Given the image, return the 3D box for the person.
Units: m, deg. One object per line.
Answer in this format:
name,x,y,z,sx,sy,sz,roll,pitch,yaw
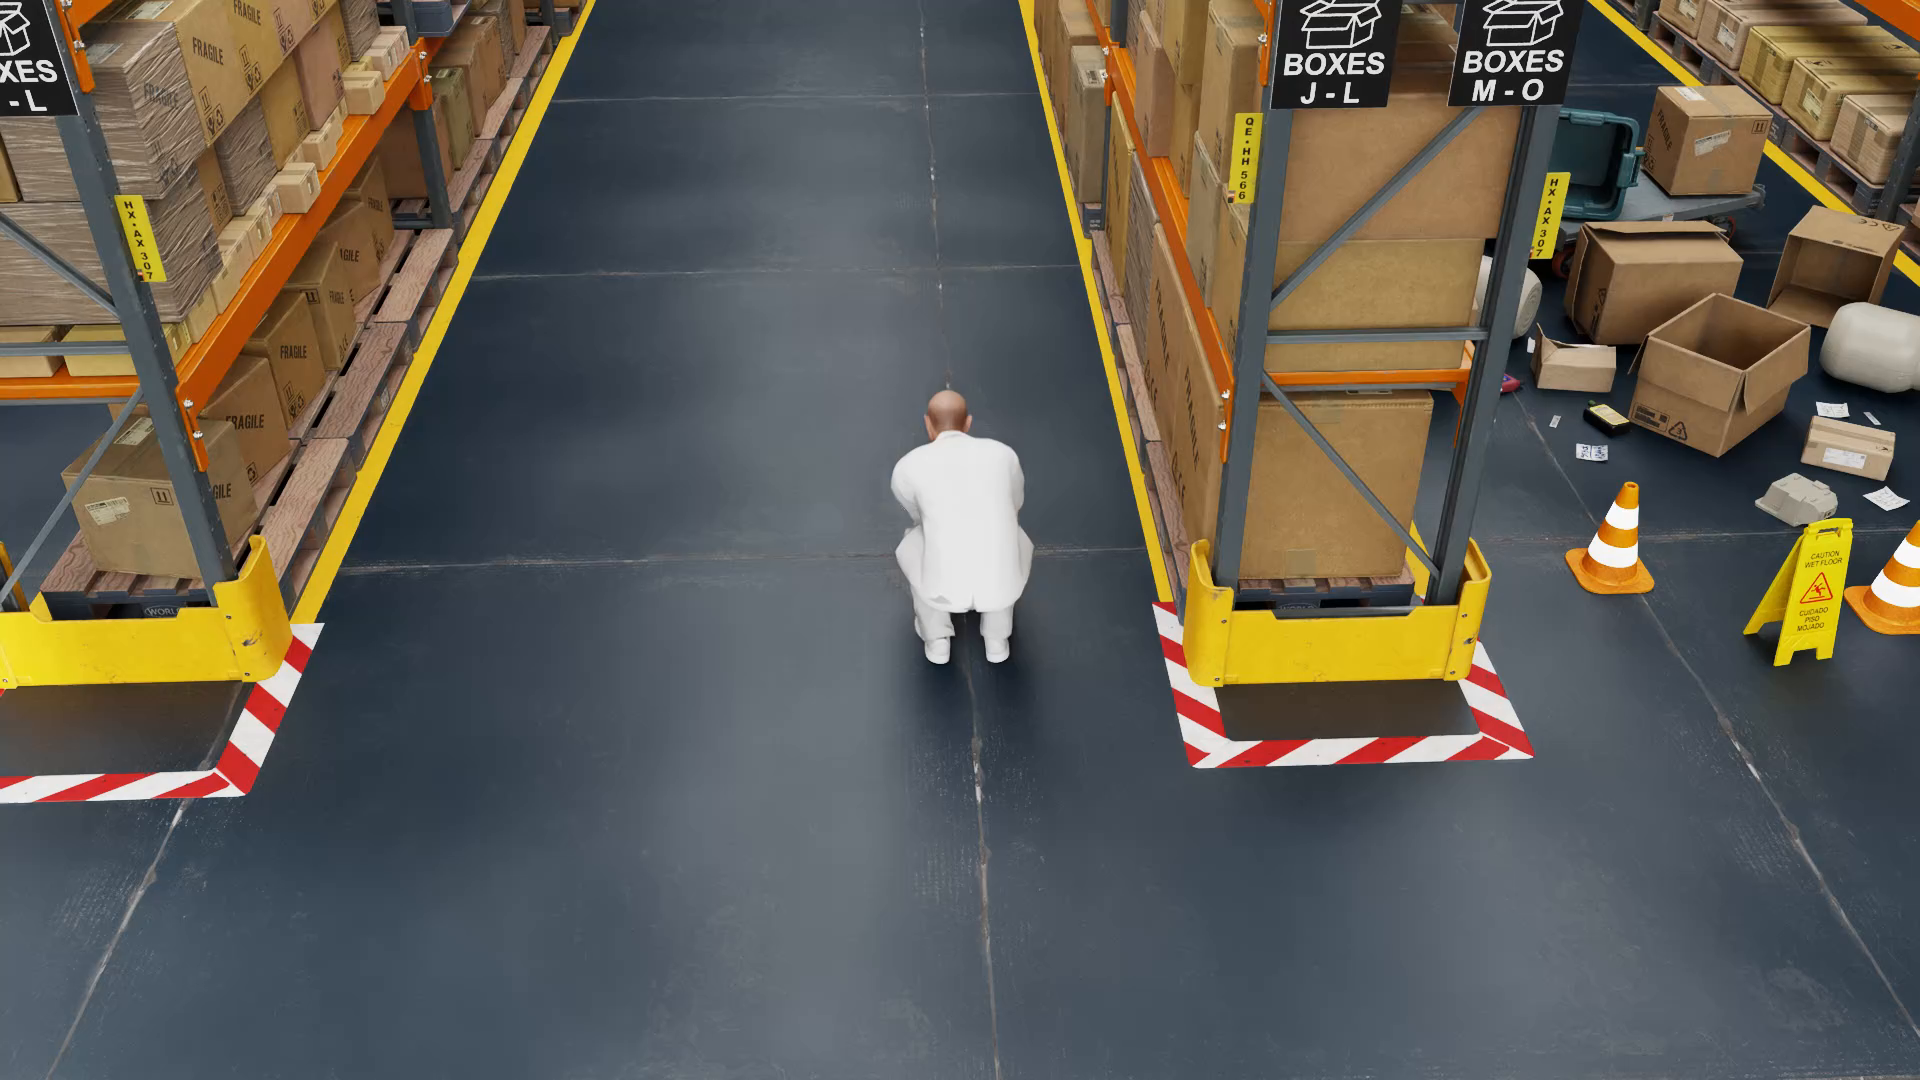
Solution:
person,0.012,-0.077,6.962,0.593,0.994,0.912,-2,35,-2
